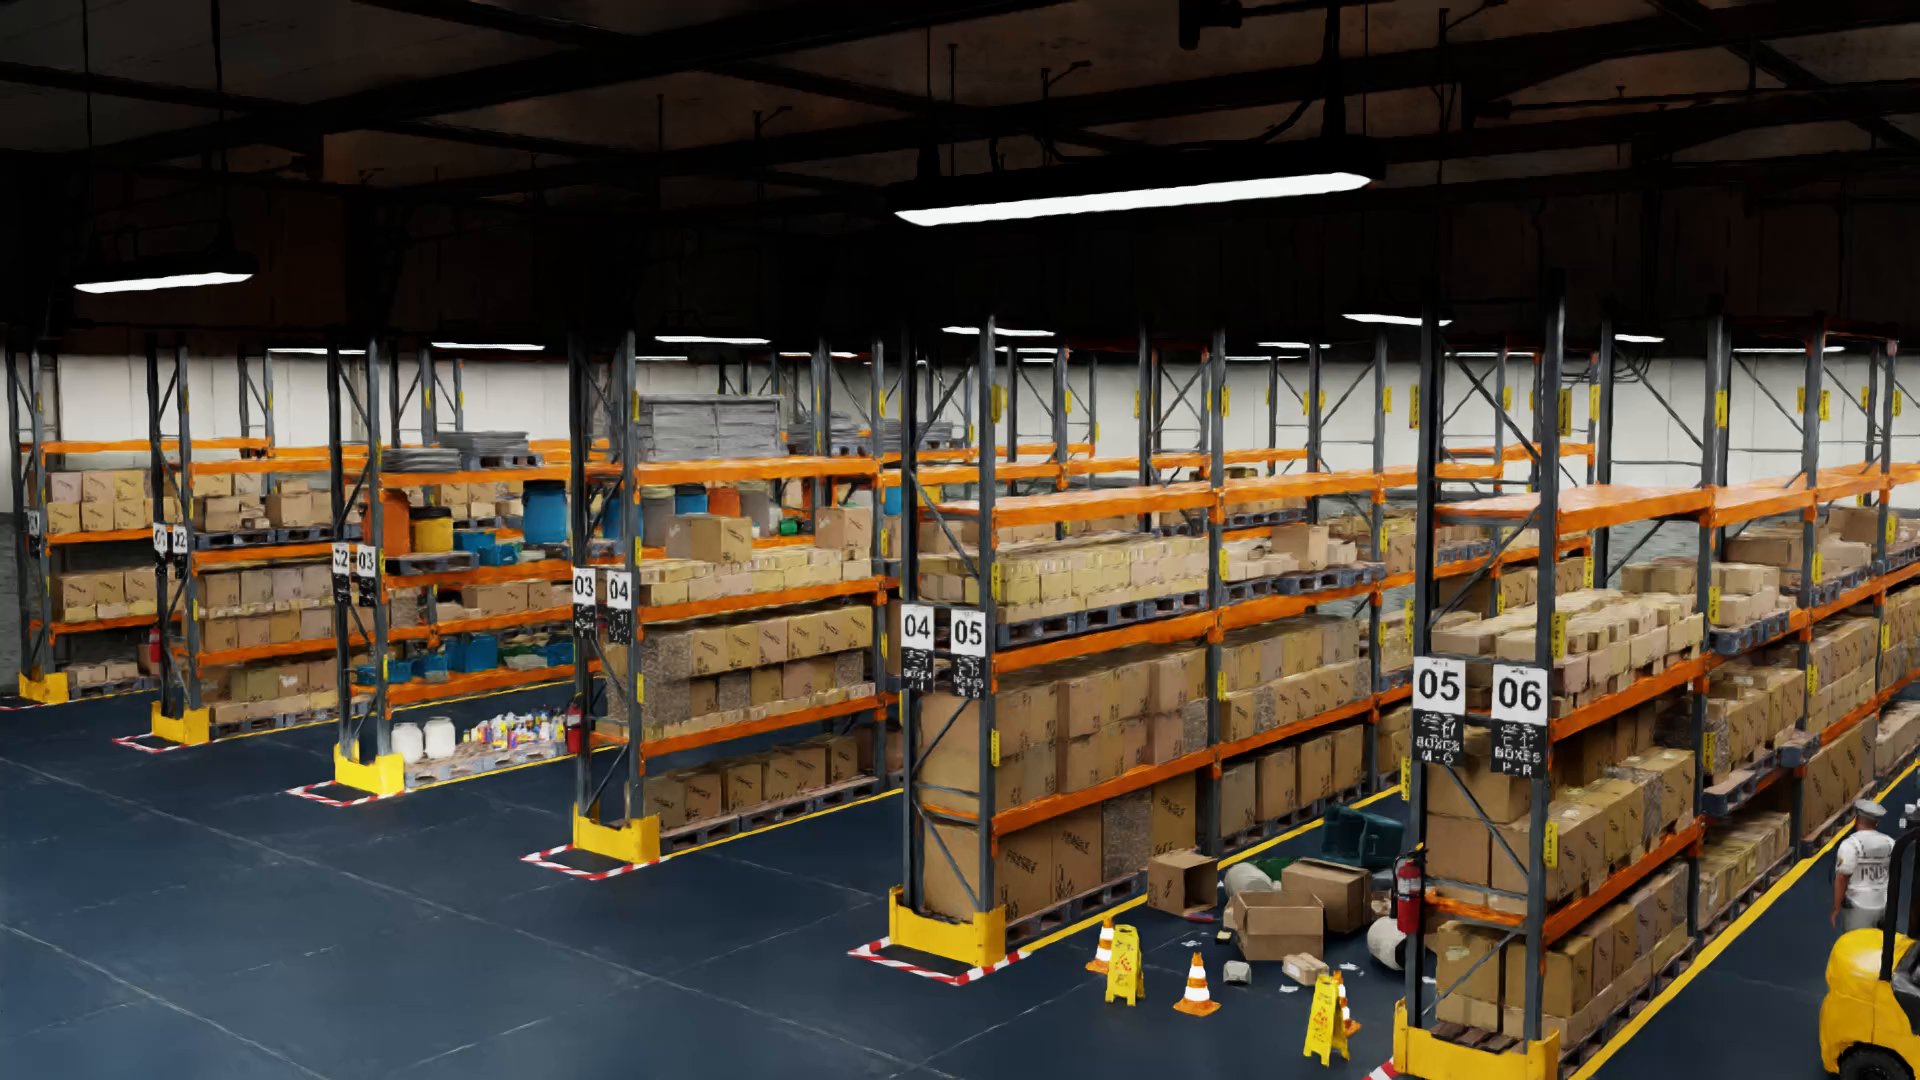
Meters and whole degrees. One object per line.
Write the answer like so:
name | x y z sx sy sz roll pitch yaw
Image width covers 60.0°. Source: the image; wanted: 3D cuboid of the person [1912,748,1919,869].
person | 10.462 2.663 17.858 0.578 1.774 0.499 -2 5 -21

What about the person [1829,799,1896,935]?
person | 7.496 3.035 13.837 0.654 1.748 0.586 -2 5 -20

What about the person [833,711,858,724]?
person | -1.736 2.006 25.883 0.539 1.642 0.534 -2 5 -20
